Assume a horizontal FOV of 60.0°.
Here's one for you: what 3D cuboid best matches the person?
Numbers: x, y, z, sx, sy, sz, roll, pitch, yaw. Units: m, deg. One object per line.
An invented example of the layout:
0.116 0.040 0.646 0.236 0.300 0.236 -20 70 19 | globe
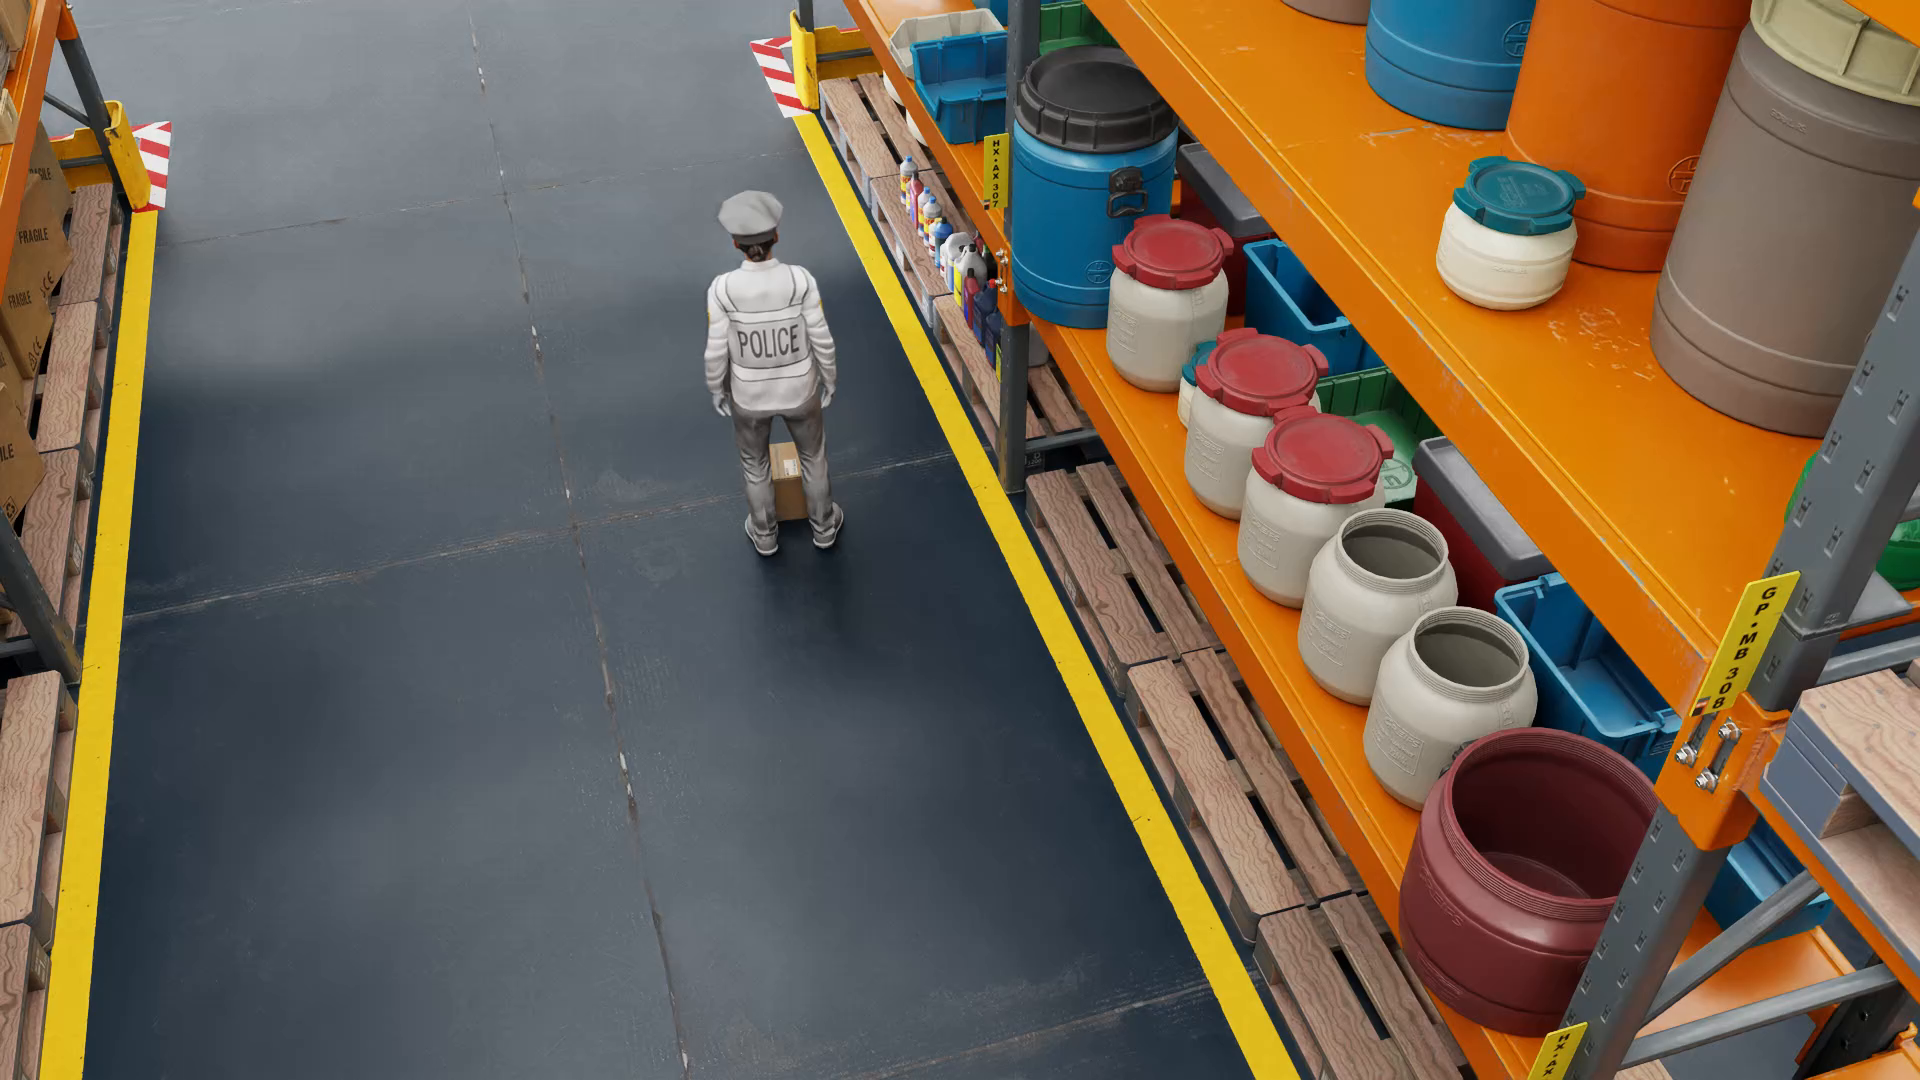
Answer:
-0.767 -0.624 6.839 0.529 1.663 0.375 -6 43 -7 | person
